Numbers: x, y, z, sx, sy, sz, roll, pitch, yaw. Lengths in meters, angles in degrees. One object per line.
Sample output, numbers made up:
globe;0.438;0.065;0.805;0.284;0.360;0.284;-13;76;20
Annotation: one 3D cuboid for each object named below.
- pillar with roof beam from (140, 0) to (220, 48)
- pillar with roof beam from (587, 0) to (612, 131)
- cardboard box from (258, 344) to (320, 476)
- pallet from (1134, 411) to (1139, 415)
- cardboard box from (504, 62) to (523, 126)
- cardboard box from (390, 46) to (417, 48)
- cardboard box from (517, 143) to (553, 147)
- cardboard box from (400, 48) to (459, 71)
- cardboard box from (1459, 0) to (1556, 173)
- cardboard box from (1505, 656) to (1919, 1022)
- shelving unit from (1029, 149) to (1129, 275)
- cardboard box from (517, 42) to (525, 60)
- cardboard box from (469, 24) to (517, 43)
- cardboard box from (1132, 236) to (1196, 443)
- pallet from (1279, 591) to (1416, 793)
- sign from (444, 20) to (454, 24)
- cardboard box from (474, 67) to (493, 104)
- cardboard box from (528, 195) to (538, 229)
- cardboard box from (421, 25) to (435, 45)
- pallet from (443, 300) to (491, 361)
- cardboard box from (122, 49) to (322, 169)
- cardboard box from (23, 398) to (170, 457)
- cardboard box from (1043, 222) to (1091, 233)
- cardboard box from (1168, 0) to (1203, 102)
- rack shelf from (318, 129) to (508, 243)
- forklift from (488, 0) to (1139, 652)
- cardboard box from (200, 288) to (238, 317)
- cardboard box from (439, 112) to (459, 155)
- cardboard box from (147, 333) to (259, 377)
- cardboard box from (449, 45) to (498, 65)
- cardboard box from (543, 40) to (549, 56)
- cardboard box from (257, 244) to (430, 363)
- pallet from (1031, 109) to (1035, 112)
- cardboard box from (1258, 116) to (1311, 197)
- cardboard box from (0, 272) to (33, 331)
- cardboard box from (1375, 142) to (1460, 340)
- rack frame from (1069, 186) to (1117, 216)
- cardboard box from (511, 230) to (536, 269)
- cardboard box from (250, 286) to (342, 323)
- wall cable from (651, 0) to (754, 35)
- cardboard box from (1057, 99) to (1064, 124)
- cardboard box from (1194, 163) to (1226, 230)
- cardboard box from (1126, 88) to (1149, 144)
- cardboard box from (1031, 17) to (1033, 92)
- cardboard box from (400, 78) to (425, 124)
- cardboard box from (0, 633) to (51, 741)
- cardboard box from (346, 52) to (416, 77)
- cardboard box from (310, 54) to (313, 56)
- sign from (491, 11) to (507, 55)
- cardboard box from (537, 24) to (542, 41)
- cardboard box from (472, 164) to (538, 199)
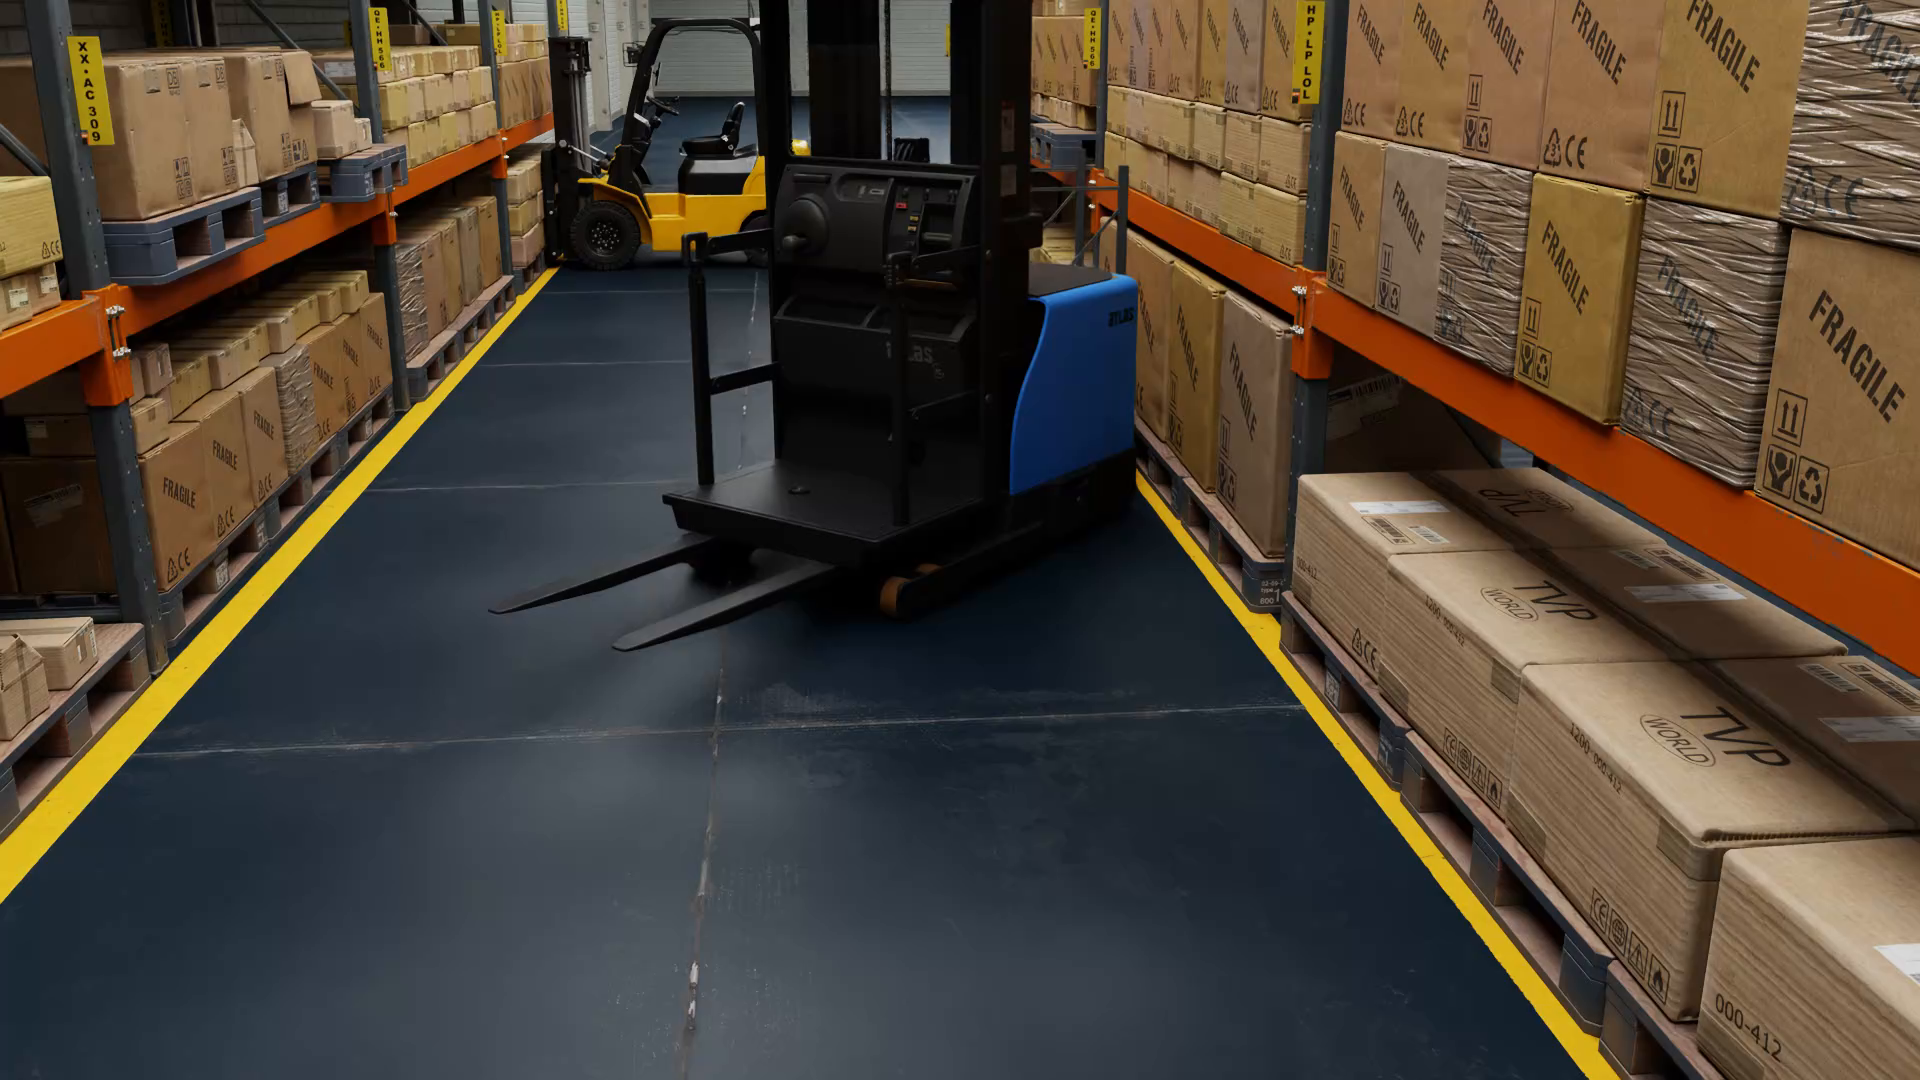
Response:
pillar with roof beam;-0.404;-5.510;9.705;9.100;9.000;0.400;-2;18;-6
pillar with roof beam;-2.880;-12.660;32.481;9.100;9.000;0.400;-2;18;-6
cardboard box;-3.228;-0.583;7.499;0.500;0.500;0.500;-2;18;-8
pallet;1.288;-0.741;9.185;1.003;0.211;1.213;-2;18;-6
cardboard box;-3.924;-3.689;13.751;0.500;0.500;0.500;-1;17;-5
cardboard box;-4.245;-3.592;12.360;0.380;0.149;0.250;-2;18;-7
cardboard box;-4.123;-3.776;16.416;0.500;0.250;0.500;-1;17;-4
cardboard box;-3.671;-3.303;11.441;0.380;0.149;0.250;-2;18;-7
cardboard box;1.590;-1.189;4.119;0.500;0.500;0.500;-1;17;-5
cardboard box;1.836;0.631;3.736;0.875;0.438;0.875;-1;17;-4
shelving unit;0.468;-1.155;8.352;0.587;1.500;1.083;-2;18;-7
cardboard box;-3.943;-4.188;14.261;0.380;0.149;0.250;-2;18;-7
cardboard box;-3.936;-4.256;13.981;0.380;0.149;0.250;-2;18;-7
cardboard box;1.358;-1.021;8.268;0.875;0.875;0.875;-2;17;-5
pallet;1.695;0.442;5.415;1.003;0.211;1.213;-2;18;-6
sign;-5.033;-4.973;16.433;0.100;0.325;0.005;-2;18;-6
cardboard box;-3.763;-3.375;12.334;0.500;0.250;0.500;-2;18;-7
cardboard box;-3.865;-2.777;14.068;0.500;0.250;0.500;-2;18;-6
cardboard box;-4.386;-4.007;13.186;0.380;0.149;0.250;-2;18;-7
pallet;-3.824;-1.433;11.389;1.003;0.211;1.213;-2;18;-6
cardboard box;-3.303;-1.923;7.422;0.797;0.503;0.637;-2;18;-7
cardboard box;-3.015;-0.395;5.816;0.380;0.149;0.250;-1;17;-3
cardboard box;0.925;-2.291;13.152;0.950;0.372;0.625;-2;17;-5
cardboard box;1.236;-2.226;7.425;0.500;0.500;0.500;-1;17;-5
rack shelf;-3.862;-2.407;11.037;1.077;0.370;4.000;-2;18;-6
forklift;-0.466;-1.260;6.298;1.130;2.935;3.031;12;21;34
cardboard box;-3.806;-1.155;8.237;0.380;0.149;0.250;-2;17;-5
cardboard box;-3.617;-2.680;10.957;0.500;0.250;0.500;-1;17;-4
cardboard box;-3.212;-0.782;7.049;0.380;0.149;0.250;-1;17;-4
cardboard box;-3.839;-3.806;13.043;0.380;0.149;0.250;-2;18;-7
cardboard box;-4.110;-4.725;15.970;0.380;0.149;0.250;-1;17;-5
cardboard box;-3.706;-1.408;9.917;0.875;0.625;0.625;-1;17;-4
pallet;0.803;-3.177;12.608;1.003;0.211;1.213;-2;18;-6
cardboard box;1.407;-1.408;6.069;0.500;0.250;0.500;-2;18;-6
cardboard box;-2.910;-0.679;4.750;0.380;0.149;0.250;-1;17;-4
cardboard box;1.530;-0.867;4.763;0.500;0.500;0.500;-2;18;-5
rack frame;0.869;-3.500;13.319;1.000;3.000;0.127;-2;18;-6
cardboard box;-3.789;-2.389;13.668;0.500;0.250;0.500;-2;18;-5
cardboard box;-3.310;-1.172;8.291;0.380;0.149;0.250;-2;18;-7
wall cable;-7.388;-15.540;46.836;3.097;2.526;0.112;-2;18;-6
cardboard box;0.825;-2.706;10.507;0.380;0.149;0.250;-3;18;-8
cardboard box;1.313;-1.474;7.114;0.500;0.250;0.500;-2;18;-7
cardboard box;1.140;-2.163;8.475;0.500;0.250;0.500;-1;17;-4
cardboard box;0.722;-3.445;11.778;0.500;0.500;0.500;-2;18;-6
cardboard box;-3.509;-2.610;9.899;0.500;0.250;0.500;-1;17;-4
cardboard box;-2.856;0.405;4.743;0.396;0.266;0.258;-1;17;-4
cardboard box;-3.571;-2.922;10.227;0.380;0.149;0.250;-2;17;-5
cardboard box;-3.994;-2.756;9.697;0.380;0.149;0.250;-2;18;-6
sign;-3.529;-3.880;12.728;0.100;0.325;0.005;-2;18;-6
cardboard box;-4.035;-4.636;15.191;0.380;0.149;0.250;-1;17;-4
cardboard box;-3.848;-3.018;14.002;0.500;0.250;0.500;-2;18;-6
